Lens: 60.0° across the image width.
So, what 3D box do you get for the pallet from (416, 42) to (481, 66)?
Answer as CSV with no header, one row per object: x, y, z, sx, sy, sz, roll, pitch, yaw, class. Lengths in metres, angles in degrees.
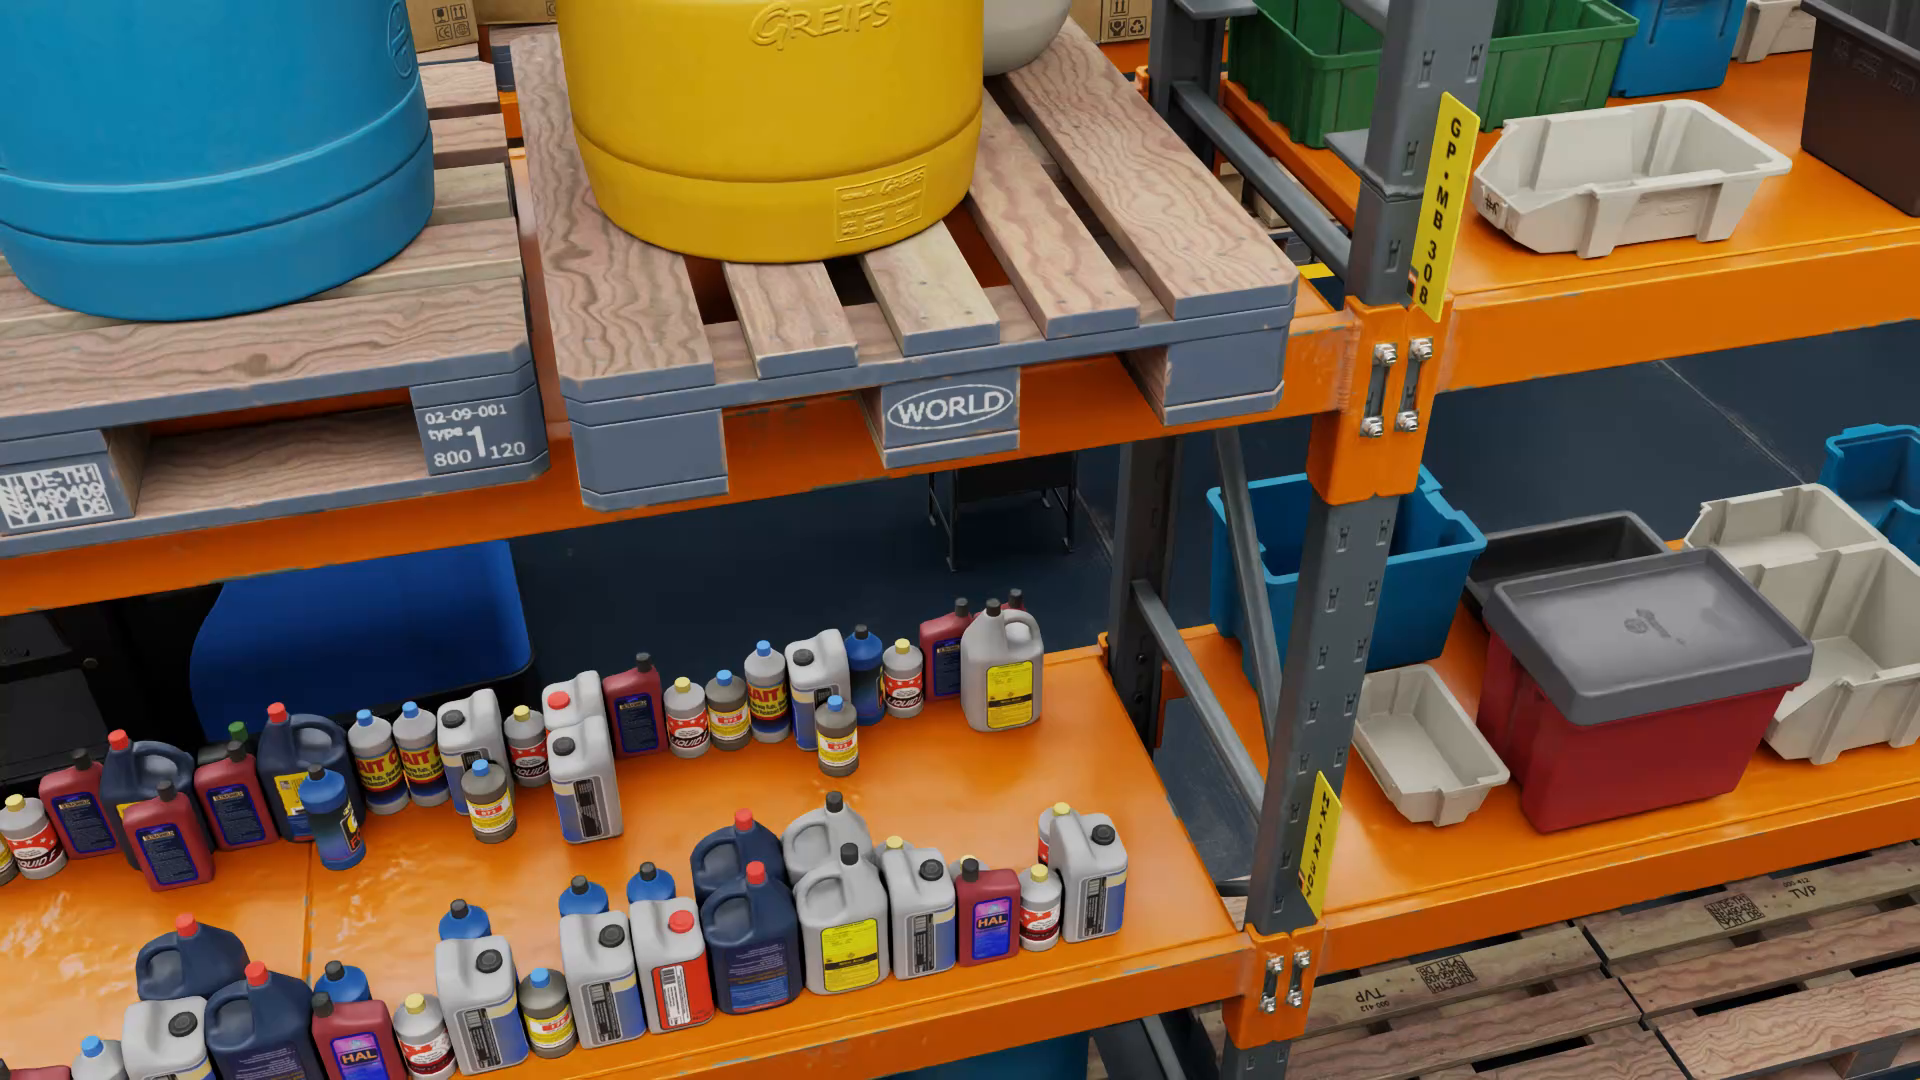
-2.710,-2.118,7.208,1.213,0.211,1.003,-9,38,-12,pallet

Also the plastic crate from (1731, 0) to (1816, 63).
1.692,-1.123,3.497,0.466,0.136,0.293,-9,38,-12,plastic crate

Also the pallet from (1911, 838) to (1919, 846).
3.619,0.971,5.307,1.213,0.211,1.003,-9,38,-12,pallet

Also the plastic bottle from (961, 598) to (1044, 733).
0.100,0.280,3.955,0.185,0.351,0.144,-9,38,-12,plastic bottle

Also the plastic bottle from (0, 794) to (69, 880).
-2.022,0.635,3.615,0.097,0.201,0.097,0,37,0,plastic bottle

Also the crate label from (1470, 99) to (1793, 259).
1.111,-0.606,2.821,0.466,0.136,0.293,-9,38,-12,crate label

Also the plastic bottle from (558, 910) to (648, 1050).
-0.702,0.849,3.273,0.135,0.276,0.152,-9,38,-12,plastic bottle

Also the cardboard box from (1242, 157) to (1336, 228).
1.752,-1.870,8.627,0.500,0.250,0.500,-9,38,-12,cardboard box

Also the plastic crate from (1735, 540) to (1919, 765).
2.086,0.278,3.966,0.530,0.282,0.437,-9,38,-12,plastic crate

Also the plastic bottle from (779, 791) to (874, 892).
-0.276,0.661,3.457,0.185,0.351,0.144,-9,38,-12,plastic bottle

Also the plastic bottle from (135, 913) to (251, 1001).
-1.472,0.853,3.207,0.185,0.351,0.144,-9,38,-12,plastic bottle

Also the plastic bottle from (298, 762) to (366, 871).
-1.370,0.591,3.615,0.097,0.271,0.097,0,37,0,plastic bottle

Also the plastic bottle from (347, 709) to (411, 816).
-1.314,0.491,3.745,0.097,0.271,0.097,0,37,0,plastic bottle

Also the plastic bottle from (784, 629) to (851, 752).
-0.336,0.346,3.931,0.135,0.276,0.152,-9,38,-12,plastic bottle

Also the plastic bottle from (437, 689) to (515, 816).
-1.101,0.471,3.767,0.135,0.276,0.152,-9,38,-12,plastic bottle

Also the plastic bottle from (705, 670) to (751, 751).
-0.549,0.393,3.931,0.097,0.201,0.097,0,37,0,plastic bottle

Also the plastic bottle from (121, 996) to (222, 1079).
-1.457,0.973,3.111,0.135,0.276,0.152,-9,38,-12,plastic bottle

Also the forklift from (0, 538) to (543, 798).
-3.033,-0.454,4.931,3.031,2.935,1.130,-13,39,-16,forklift

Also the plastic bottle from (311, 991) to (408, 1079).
-1.138,0.946,3.140,0.133,0.283,0.061,-9,38,-12,plastic bottle

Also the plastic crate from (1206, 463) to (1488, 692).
0.925,0.097,4.118,0.575,0.384,0.392,-9,38,-12,plastic crate

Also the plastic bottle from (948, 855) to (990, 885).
0.018,0.740,3.478,0.097,0.201,0.097,0,37,0,plastic bottle

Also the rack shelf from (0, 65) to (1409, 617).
-1.367,-0.200,2.666,4.000,0.370,1.077,-9,38,-12,rack shelf

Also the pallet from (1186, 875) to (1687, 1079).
1.263,1.357,4.802,1.213,0.211,1.003,-9,38,-12,pallet

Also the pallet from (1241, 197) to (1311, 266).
1.119,-1.713,8.816,1.213,0.211,1.003,-9,38,-12,pallet

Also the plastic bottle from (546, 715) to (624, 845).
-0.837,0.524,3.698,0.135,0.276,0.152,-9,38,-12,plastic bottle

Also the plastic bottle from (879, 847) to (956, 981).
-0.086,0.748,3.405,0.135,0.276,0.152,-9,38,-12,plastic bottle

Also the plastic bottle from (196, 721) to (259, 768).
-1.608,0.523,3.693,0.133,0.283,0.061,-9,38,-12,plastic bottle

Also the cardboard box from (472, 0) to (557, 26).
-1.887,-2.634,7.296,0.500,0.500,0.700,-4,38,-5,cardboard box

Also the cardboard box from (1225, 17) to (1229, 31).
1.306,-2.720,7.755,0.500,0.500,0.500,-10,39,-13,cardboard box

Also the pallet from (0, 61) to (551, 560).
-1.262,-0.365,2.444,1.213,0.211,1.003,-9,38,-12,pallet

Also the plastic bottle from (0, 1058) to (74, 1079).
-1.669,1.034,3.026,0.133,0.283,0.061,-9,38,-12,plastic bottle

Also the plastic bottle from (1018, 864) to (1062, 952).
0.162,0.754,3.459,0.097,0.201,0.097,0,37,0,plastic bottle

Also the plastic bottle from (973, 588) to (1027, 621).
0.098,0.243,4.059,0.133,0.283,0.061,-9,38,-12,plastic bottle

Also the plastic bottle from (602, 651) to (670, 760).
-0.759,0.384,3.876,0.133,0.283,0.061,-9,38,-12,plastic bottle

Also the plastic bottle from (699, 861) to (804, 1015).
-0.417,0.775,3.308,0.185,0.351,0.144,-9,38,-12,plastic bottle

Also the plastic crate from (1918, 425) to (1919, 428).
2.830,-0.148,4.562,0.300,0.233,0.416,-9,38,-12,plastic crate

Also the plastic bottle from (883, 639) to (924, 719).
-0.137,0.326,4.019,0.097,0.201,0.097,0,37,0,plastic bottle

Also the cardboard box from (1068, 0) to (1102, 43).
0.332,-2.561,7.547,0.500,0.500,0.500,-9,38,-11,cardboard box

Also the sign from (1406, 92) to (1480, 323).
0.705,-0.483,2.437,0.005,0.325,0.100,-9,38,-12,sign

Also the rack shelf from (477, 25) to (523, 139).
-2.655,-1.915,7.376,4.000,0.370,1.077,-9,38,-12,rack shelf

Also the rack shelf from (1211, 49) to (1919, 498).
2.494,-0.834,3.494,4.000,0.370,1.077,-9,38,-12,rack shelf

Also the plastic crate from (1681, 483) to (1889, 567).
2.166,0.018,4.426,0.466,0.136,0.293,-9,38,-12,plastic crate

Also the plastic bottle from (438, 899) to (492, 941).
-0.977,0.818,3.318,0.097,0.271,0.097,0,37,0,plastic bottle

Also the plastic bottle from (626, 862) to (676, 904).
-0.623,0.760,3.394,0.097,0.271,0.097,0,37,0,plastic bottle

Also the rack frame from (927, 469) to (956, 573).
-0.076,-0.822,6.096,0.015,2.100,0.400,-9,38,-12,rack frame

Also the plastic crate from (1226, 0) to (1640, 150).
0.894,-0.963,3.245,0.662,0.188,0.450,-9,38,-12,plastic crate

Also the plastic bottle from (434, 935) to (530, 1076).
-0.926,0.886,3.225,0.135,0.276,0.152,-9,38,-12,plastic bottle

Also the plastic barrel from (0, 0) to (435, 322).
-1.044,-0.808,2.111,0.708,0.901,0.600,-9,38,-12,plastic barrel

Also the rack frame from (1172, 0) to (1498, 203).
0.563,-1.994,1.950,0.127,3.000,1.000,-9,38,-12,rack frame

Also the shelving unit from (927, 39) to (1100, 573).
0.160,-0.860,6.146,0.503,2.100,0.431,-9,38,-12,shelving unit

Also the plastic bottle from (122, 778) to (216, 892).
-1.700,0.629,3.555,0.133,0.283,0.061,-9,38,-12,plastic bottle

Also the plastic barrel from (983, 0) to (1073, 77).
-0.010,-1.087,2.776,0.433,0.535,0.433,0,37,0,plastic barrel
